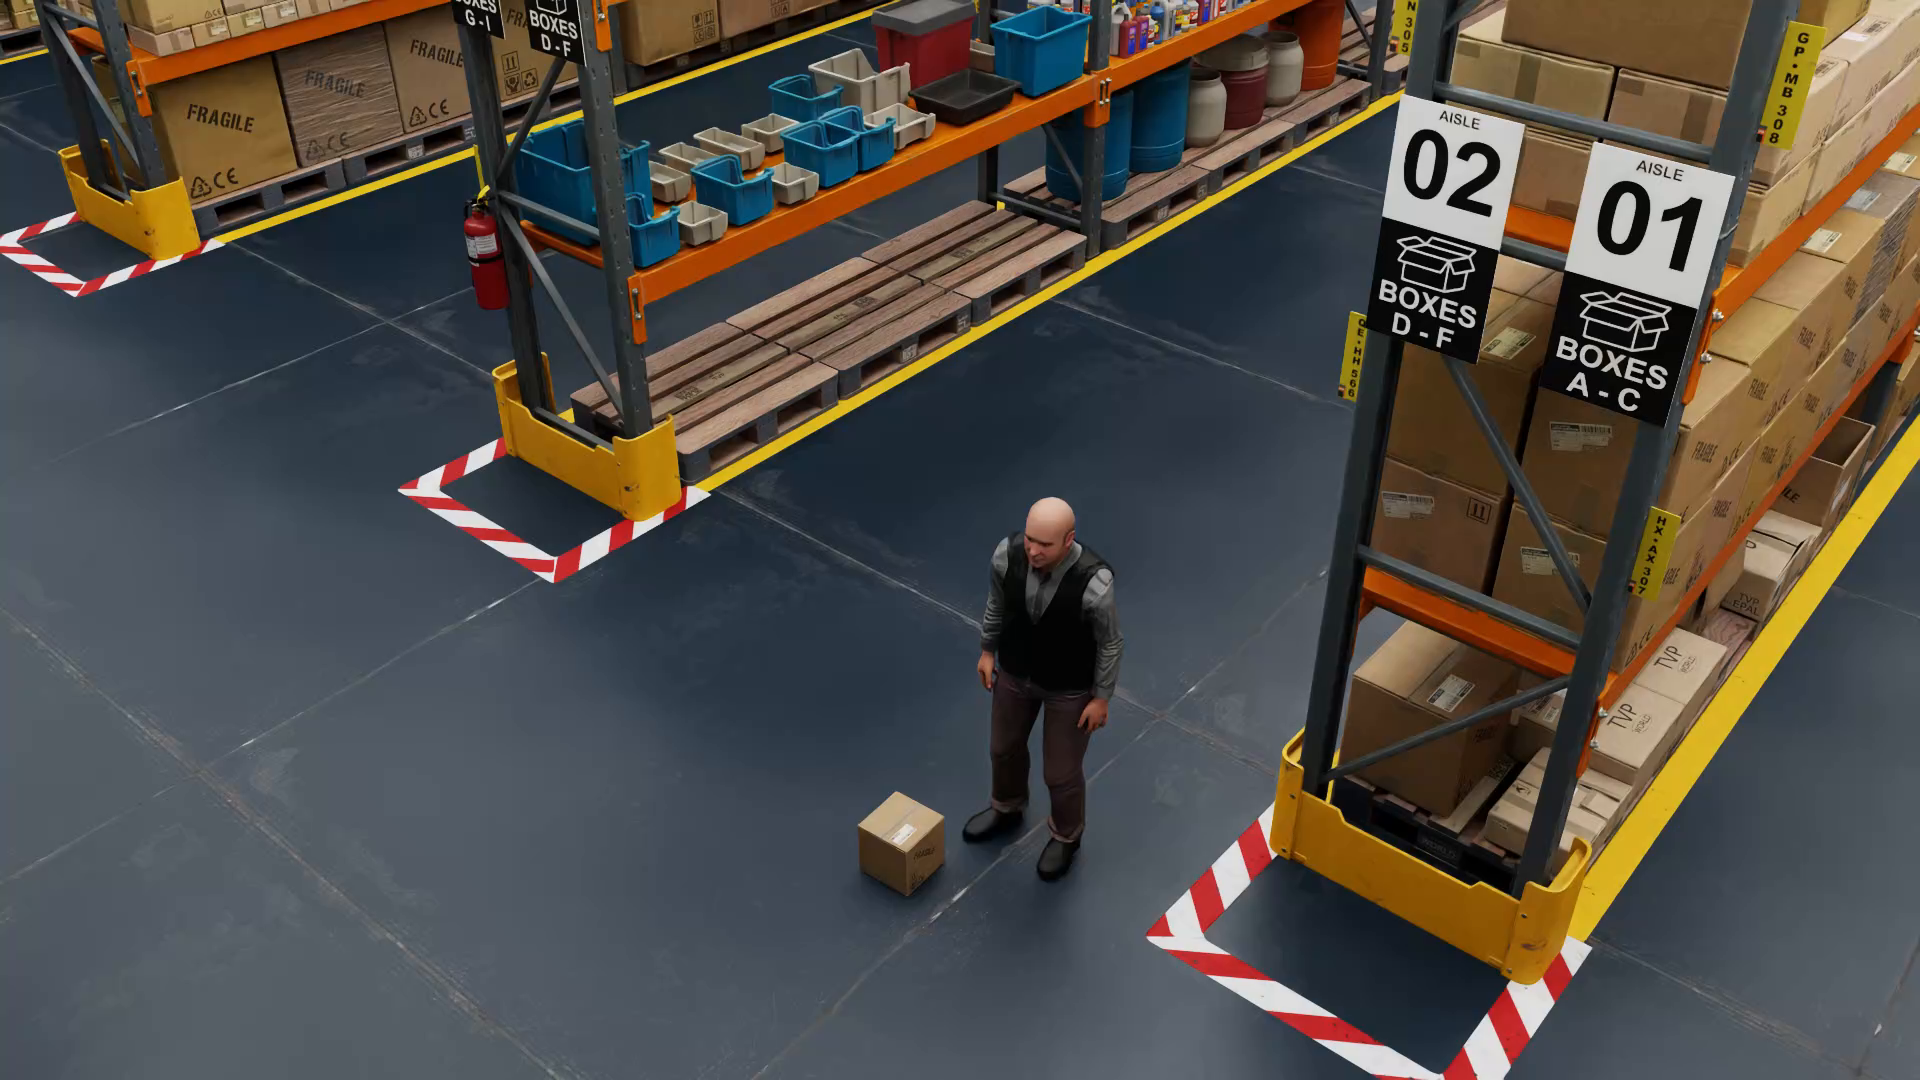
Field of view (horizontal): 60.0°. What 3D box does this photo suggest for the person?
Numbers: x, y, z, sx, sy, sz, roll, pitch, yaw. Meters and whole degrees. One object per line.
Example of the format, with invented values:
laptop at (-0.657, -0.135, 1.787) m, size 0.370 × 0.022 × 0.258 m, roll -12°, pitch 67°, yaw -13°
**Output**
person at (0.334, 0.533, 6.399) m, size 0.587 × 1.720 × 0.400 m, roll 21°, pitch 40°, yaw 27°
